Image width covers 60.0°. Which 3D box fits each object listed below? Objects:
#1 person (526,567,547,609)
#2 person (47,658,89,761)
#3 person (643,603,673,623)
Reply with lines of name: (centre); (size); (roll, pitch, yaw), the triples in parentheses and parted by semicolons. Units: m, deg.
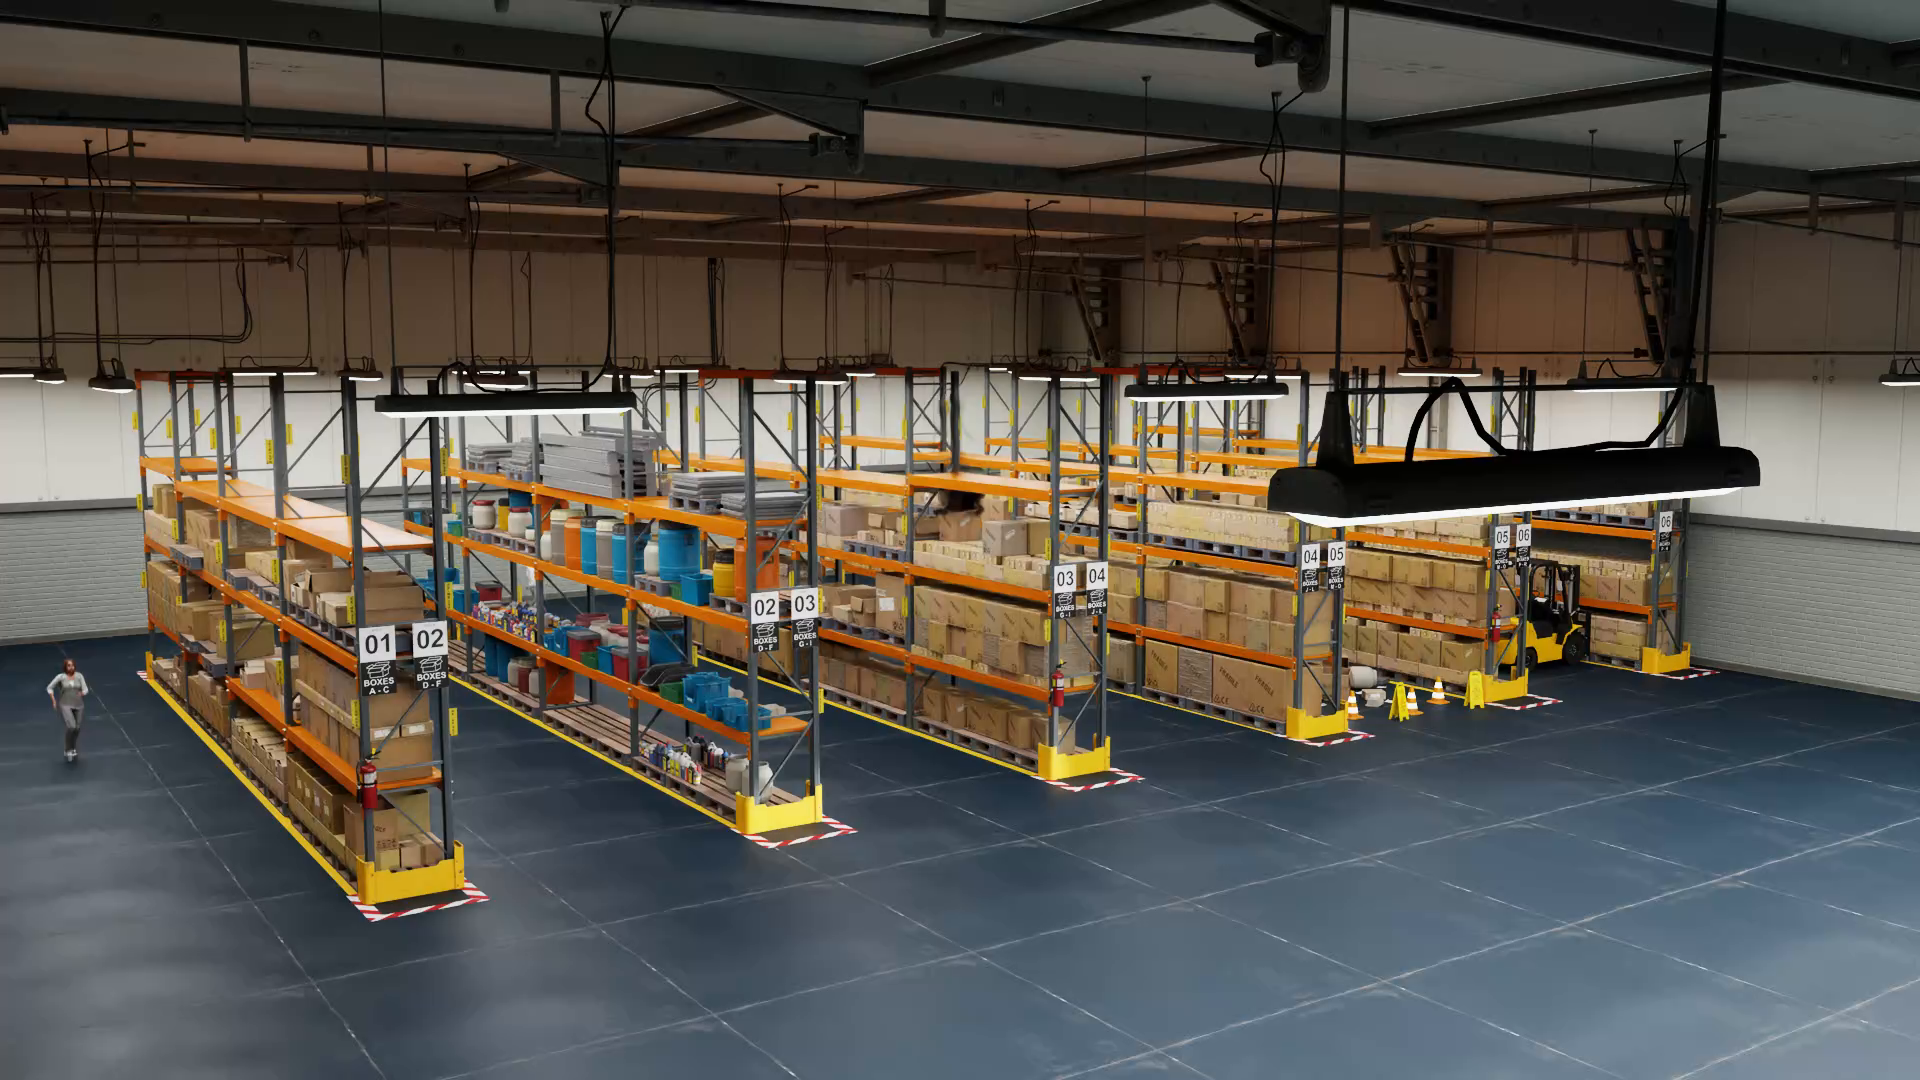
person: (-10.005, 1.098, 39.190); (0.548, 1.658, 0.612); (-2, 7, -14)
person: (-13.784, 2.675, 25.789); (0.662, 1.498, 0.506); (6, 9, 42)
person: (-6.112, 1.688, 33.679); (0.672, 1.790, 0.814); (-6, 9, -41)
